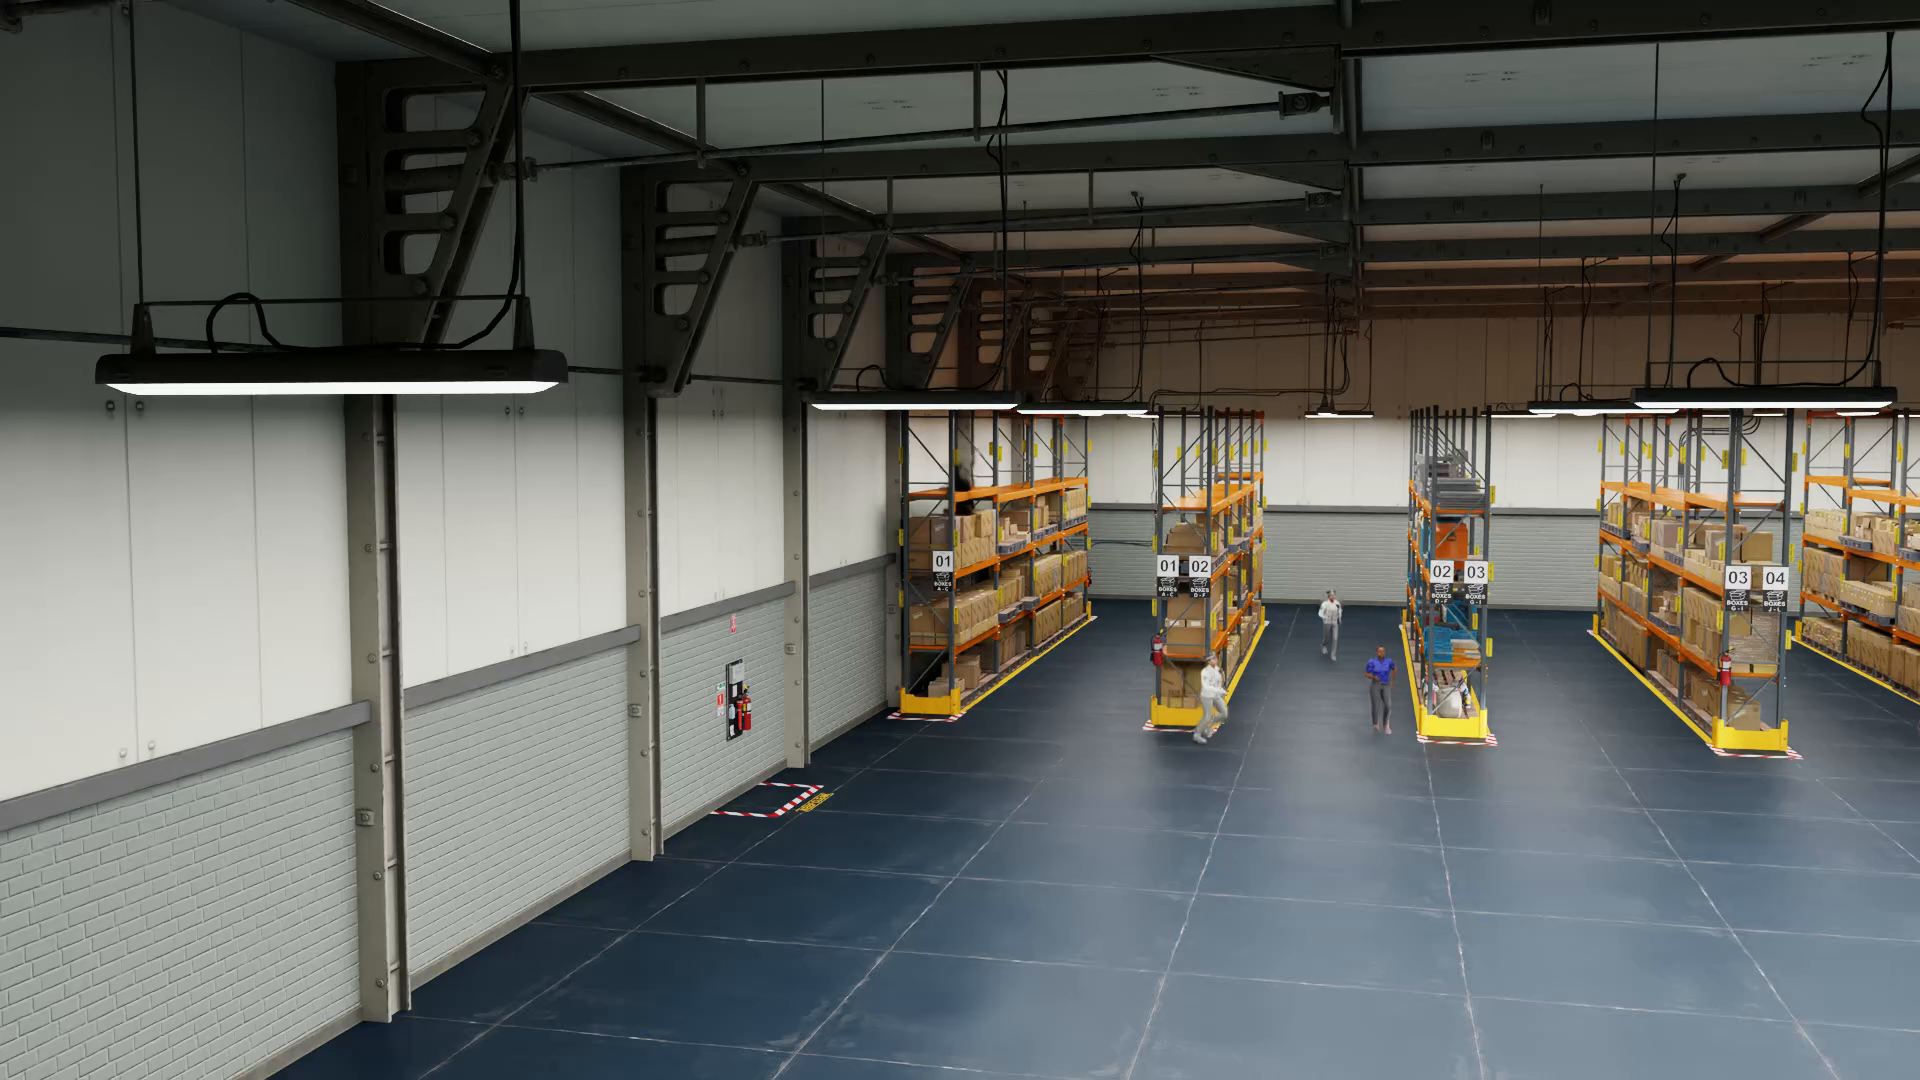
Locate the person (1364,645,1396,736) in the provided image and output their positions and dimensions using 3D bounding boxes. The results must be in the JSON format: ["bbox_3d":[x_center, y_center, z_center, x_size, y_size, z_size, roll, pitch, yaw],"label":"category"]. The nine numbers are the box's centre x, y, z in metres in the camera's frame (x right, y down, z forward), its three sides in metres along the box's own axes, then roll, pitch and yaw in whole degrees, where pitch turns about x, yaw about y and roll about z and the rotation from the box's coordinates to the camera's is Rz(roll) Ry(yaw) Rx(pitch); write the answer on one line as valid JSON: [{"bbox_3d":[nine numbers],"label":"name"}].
[{"bbox_3d":[7.685,2.735,30.381,0.599,1.648,0.757,0,4,6],"label":"person"}]

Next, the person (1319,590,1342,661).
[{"bbox_3d":[8.909,2.019,39.984,0.600,1.676,0.892,0,4,-1],"label":"person"}]

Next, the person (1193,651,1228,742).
[{"bbox_3d":[4.481,2.774,29.448,0.635,1.647,0.725,-4,6,-43],"label":"person"}]
